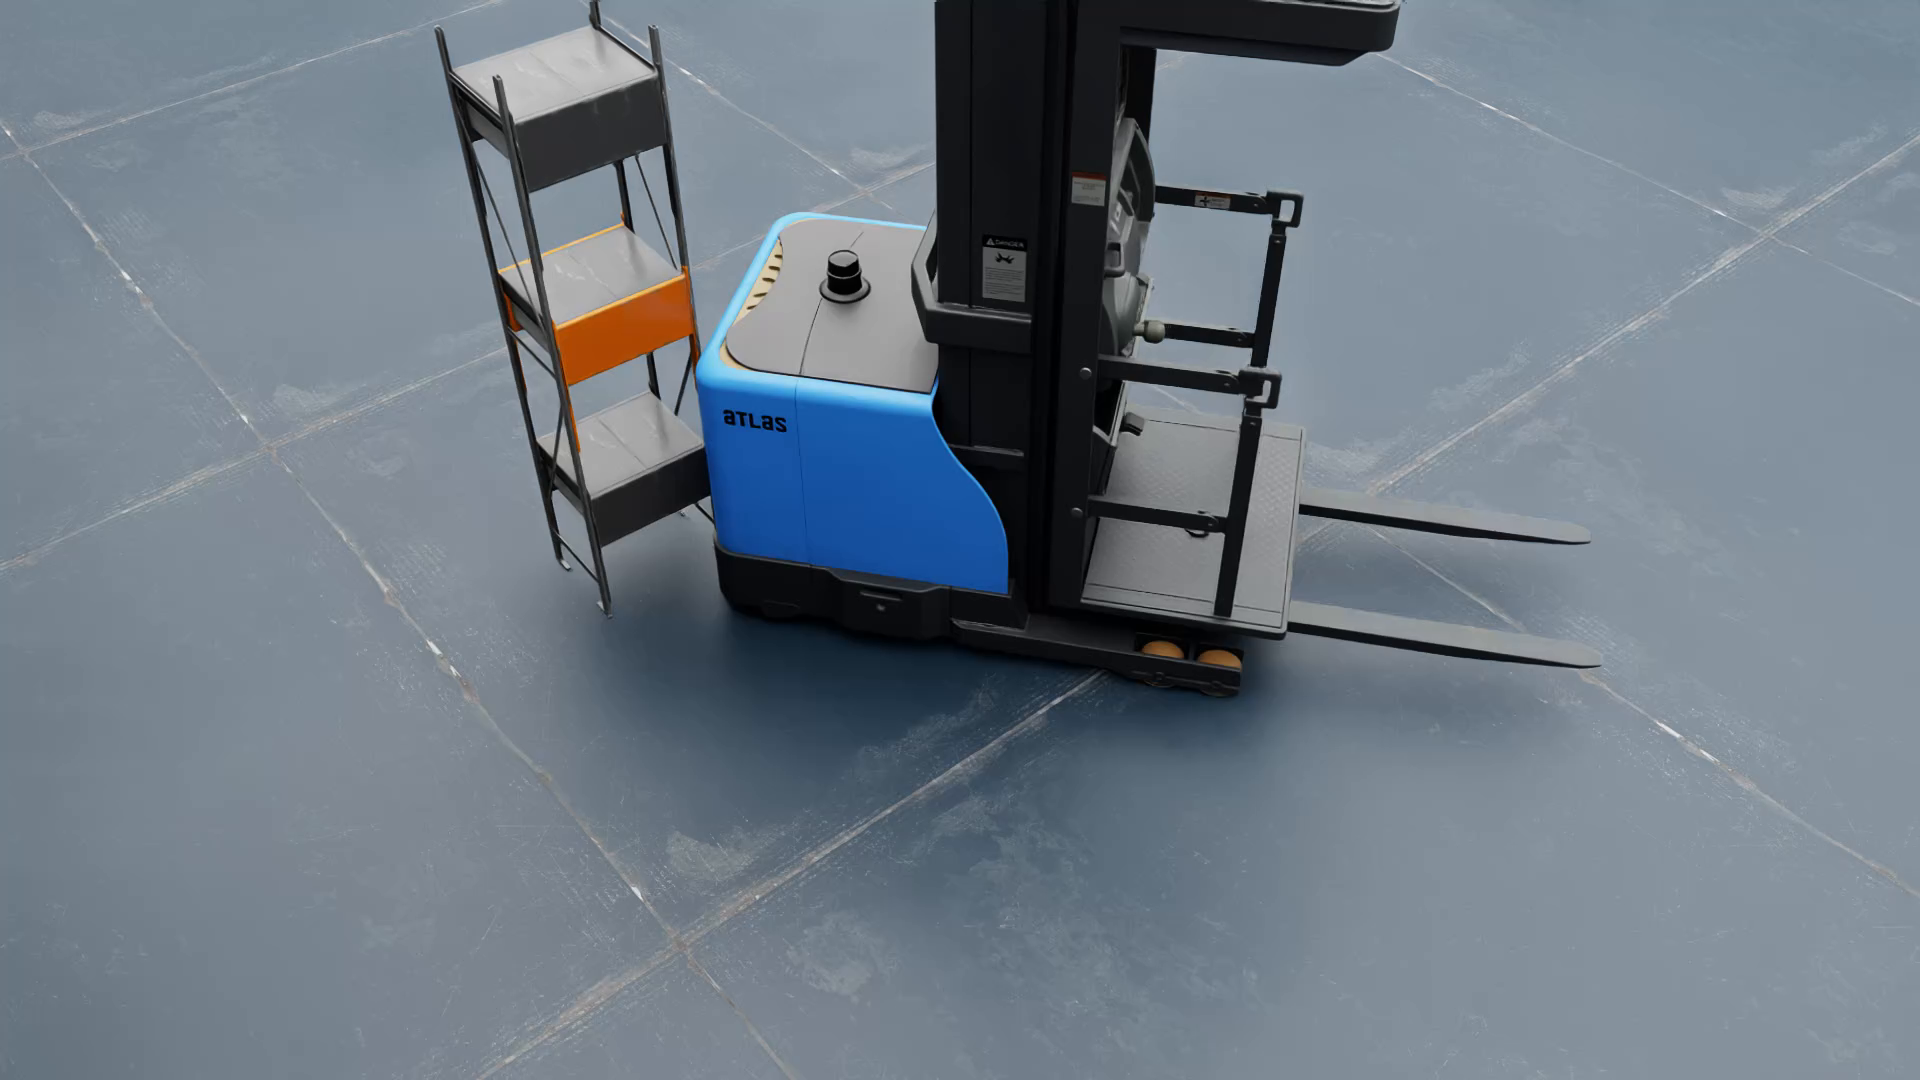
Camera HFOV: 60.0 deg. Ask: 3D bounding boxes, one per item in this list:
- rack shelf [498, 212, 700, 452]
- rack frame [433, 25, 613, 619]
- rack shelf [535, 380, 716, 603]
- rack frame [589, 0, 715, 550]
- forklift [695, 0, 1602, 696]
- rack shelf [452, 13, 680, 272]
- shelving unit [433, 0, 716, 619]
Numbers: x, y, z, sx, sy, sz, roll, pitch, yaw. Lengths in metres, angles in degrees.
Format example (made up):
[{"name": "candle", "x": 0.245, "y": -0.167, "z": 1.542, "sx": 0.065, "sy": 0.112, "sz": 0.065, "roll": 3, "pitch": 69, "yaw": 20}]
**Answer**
[{"name": "rack shelf", "x": -1.181, "y": -0.687, "z": 5.468, "sx": 0.480, "sy": 0.518, "sz": 0.431, "roll": -28, "pitch": 50, "yaw": -27}, {"name": "rack frame", "x": -1.373, "y": -0.594, "z": 5.349, "sx": 0.015, "sy": 2.100, "sz": 0.400, "roll": -28, "pitch": 50, "yaw": -27}, {"name": "rack shelf", "x": -1.181, "y": -0.177, "z": 5.947, "sx": 0.480, "sy": 0.518, "sz": 0.431, "roll": -28, "pitch": 50, "yaw": -27}, {"name": "rack frame", "x": -0.989, "y": -0.801, "z": 5.569, "sx": 0.015, "sy": 2.100, "sz": 0.400, "roll": -28, "pitch": 50, "yaw": -27}, {"name": "forklift", "x": 0.709, "y": -0.934, "z": 5.104, "sx": 3.031, "sy": 2.935, "sz": 1.130, "roll": 8, "pitch": 44, "yaw": 9}, {"name": "rack shelf", "x": -1.181, "y": -1.198, "z": 4.989, "sx": 0.480, "sy": 0.518, "sz": 0.431, "roll": -28, "pitch": 50, "yaw": -27}, {"name": "shelving unit", "x": -1.181, "y": -0.697, "z": 5.459, "sx": 0.503, "sy": 2.100, "sz": 0.431, "roll": -28, "pitch": 50, "yaw": -27}]
